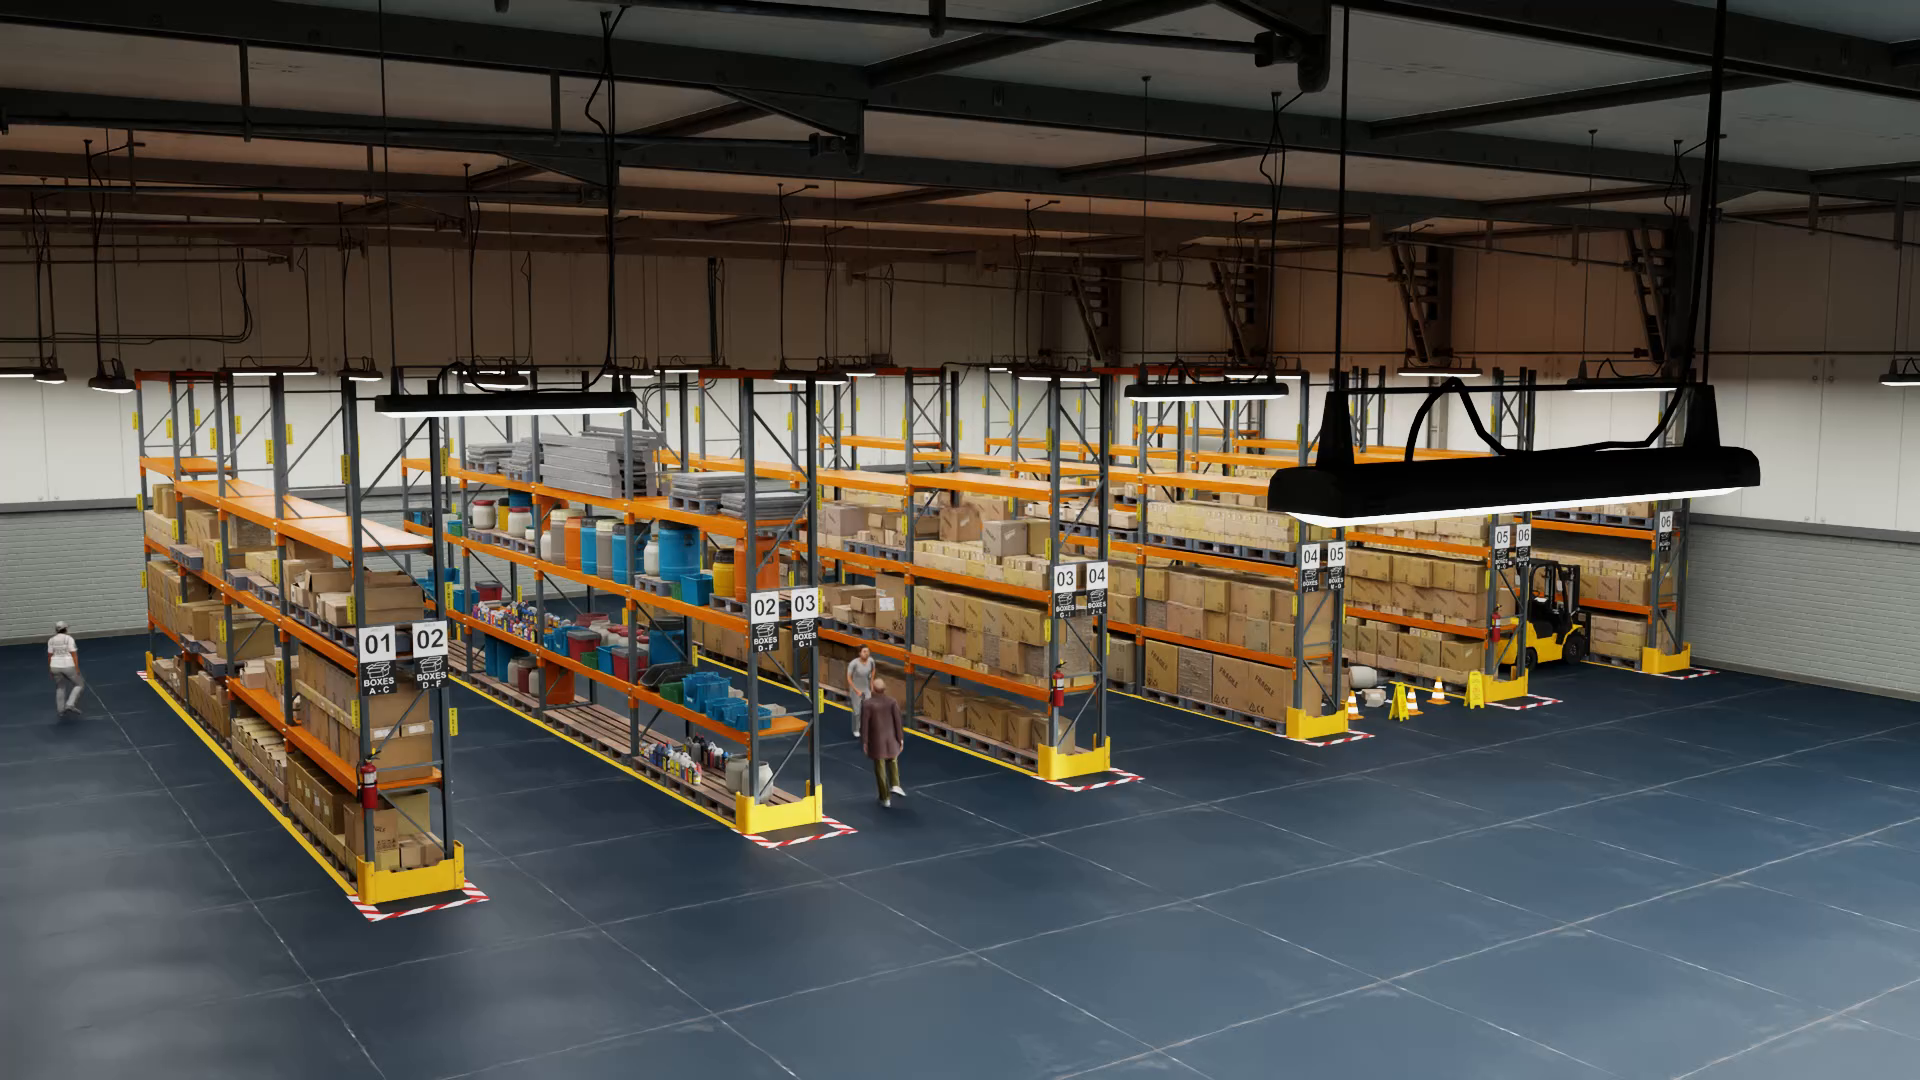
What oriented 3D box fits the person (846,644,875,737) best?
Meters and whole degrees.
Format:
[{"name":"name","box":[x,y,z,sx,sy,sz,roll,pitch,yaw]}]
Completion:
[{"name":"person","box":[-1.639,2.468,27.364,0.564,1.585,0.567,-4,7,-29]}]

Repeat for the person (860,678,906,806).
[{"name":"person","box":[-1.077,2.819,23.280,0.619,1.769,0.554,-2,7,-18]}]

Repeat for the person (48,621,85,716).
[{"name":"person","box":[-15.595,2.246,28.955,0.532,1.663,0.498,0,6,1]}]
